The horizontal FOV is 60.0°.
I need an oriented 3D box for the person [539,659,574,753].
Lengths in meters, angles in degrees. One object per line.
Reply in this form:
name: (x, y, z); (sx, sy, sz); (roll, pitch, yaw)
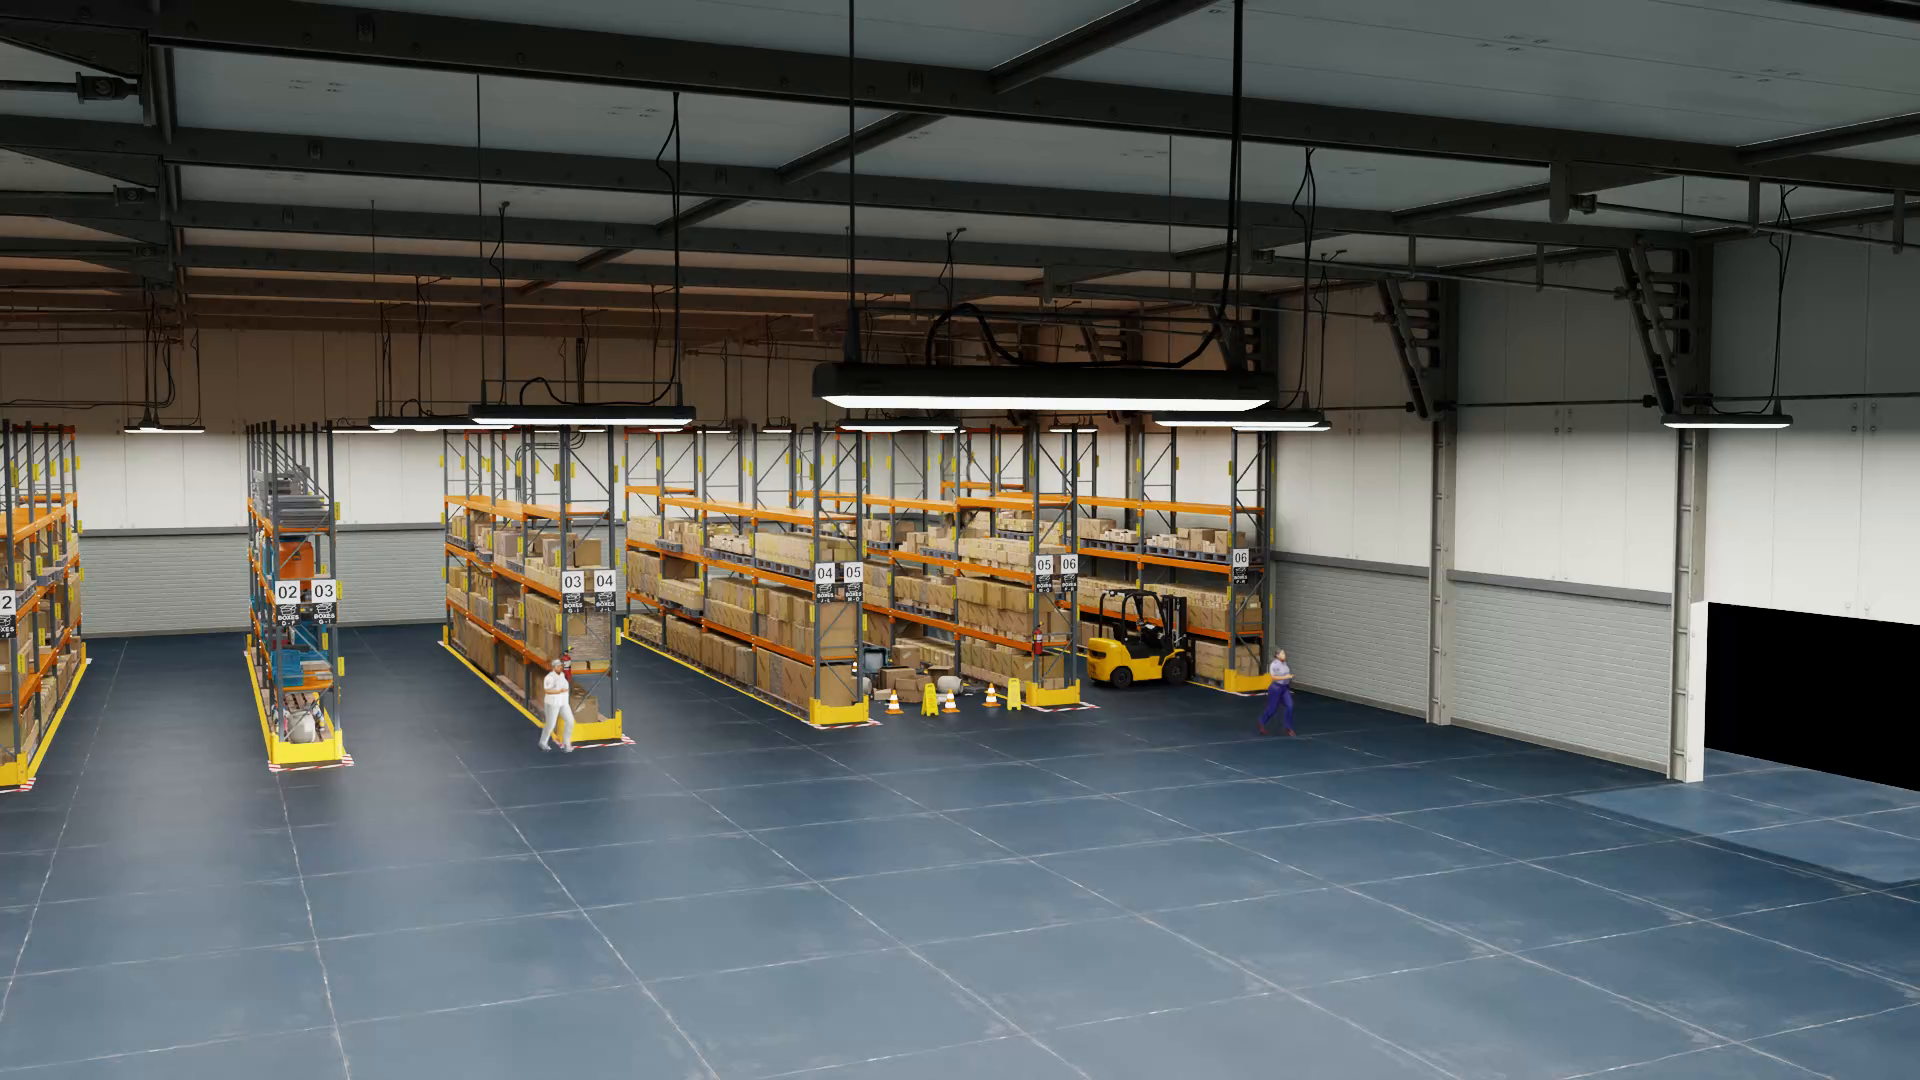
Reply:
person: (-7.302, 3.024, 30.099); (0.656, 1.743, 0.602); (2, 4, 32)

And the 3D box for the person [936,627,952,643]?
person: (-0.435, 2.144, 44.421); (0.504, 1.638, 0.711); (-2, 4, -25)

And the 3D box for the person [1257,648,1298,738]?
person: (6.054, 2.910, 31.732); (0.809, 1.699, 0.631); (3, 5, 44)
